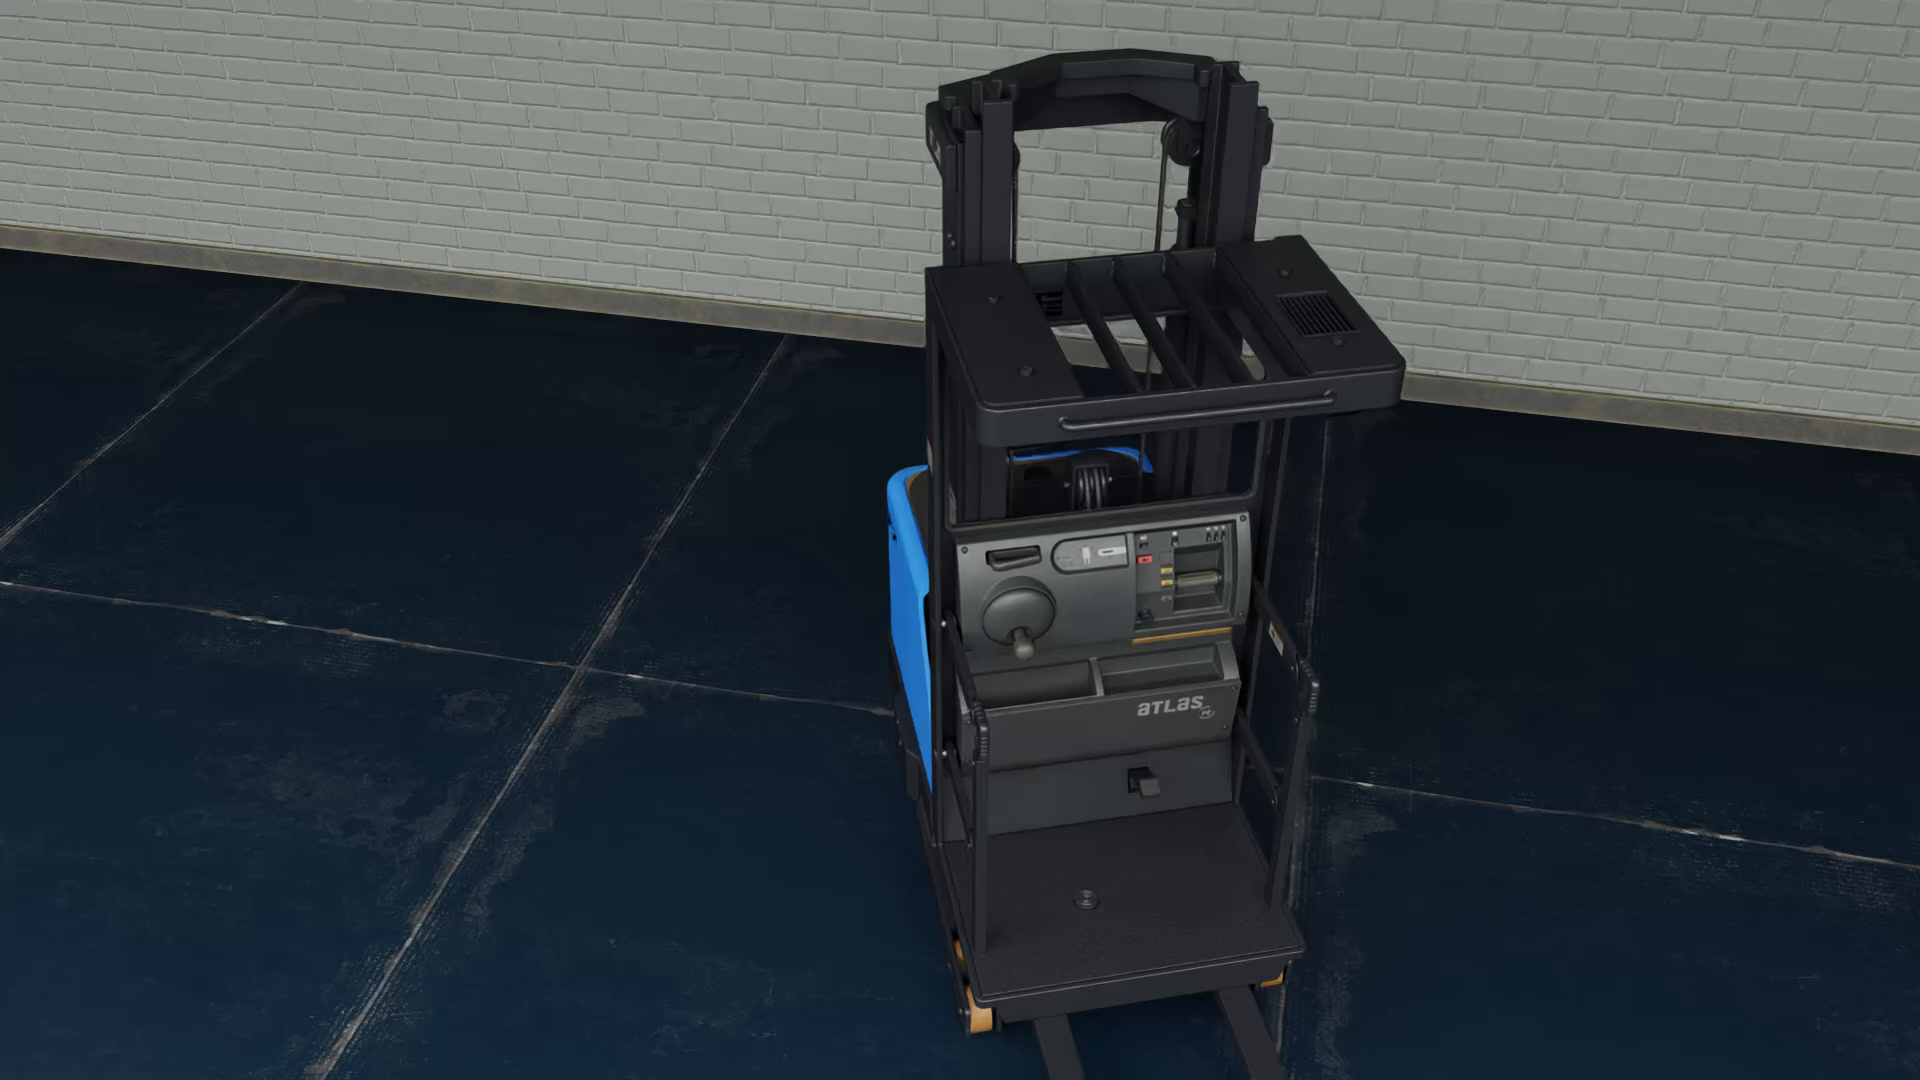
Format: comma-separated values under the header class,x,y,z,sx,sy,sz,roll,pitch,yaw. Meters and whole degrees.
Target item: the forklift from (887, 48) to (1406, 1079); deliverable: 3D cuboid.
class,x,y,z,sx,sy,sz,roll,pitch,yaw
forklift,0.493,0.203,4.972,1.130,2.935,3.031,-6,36,-9
